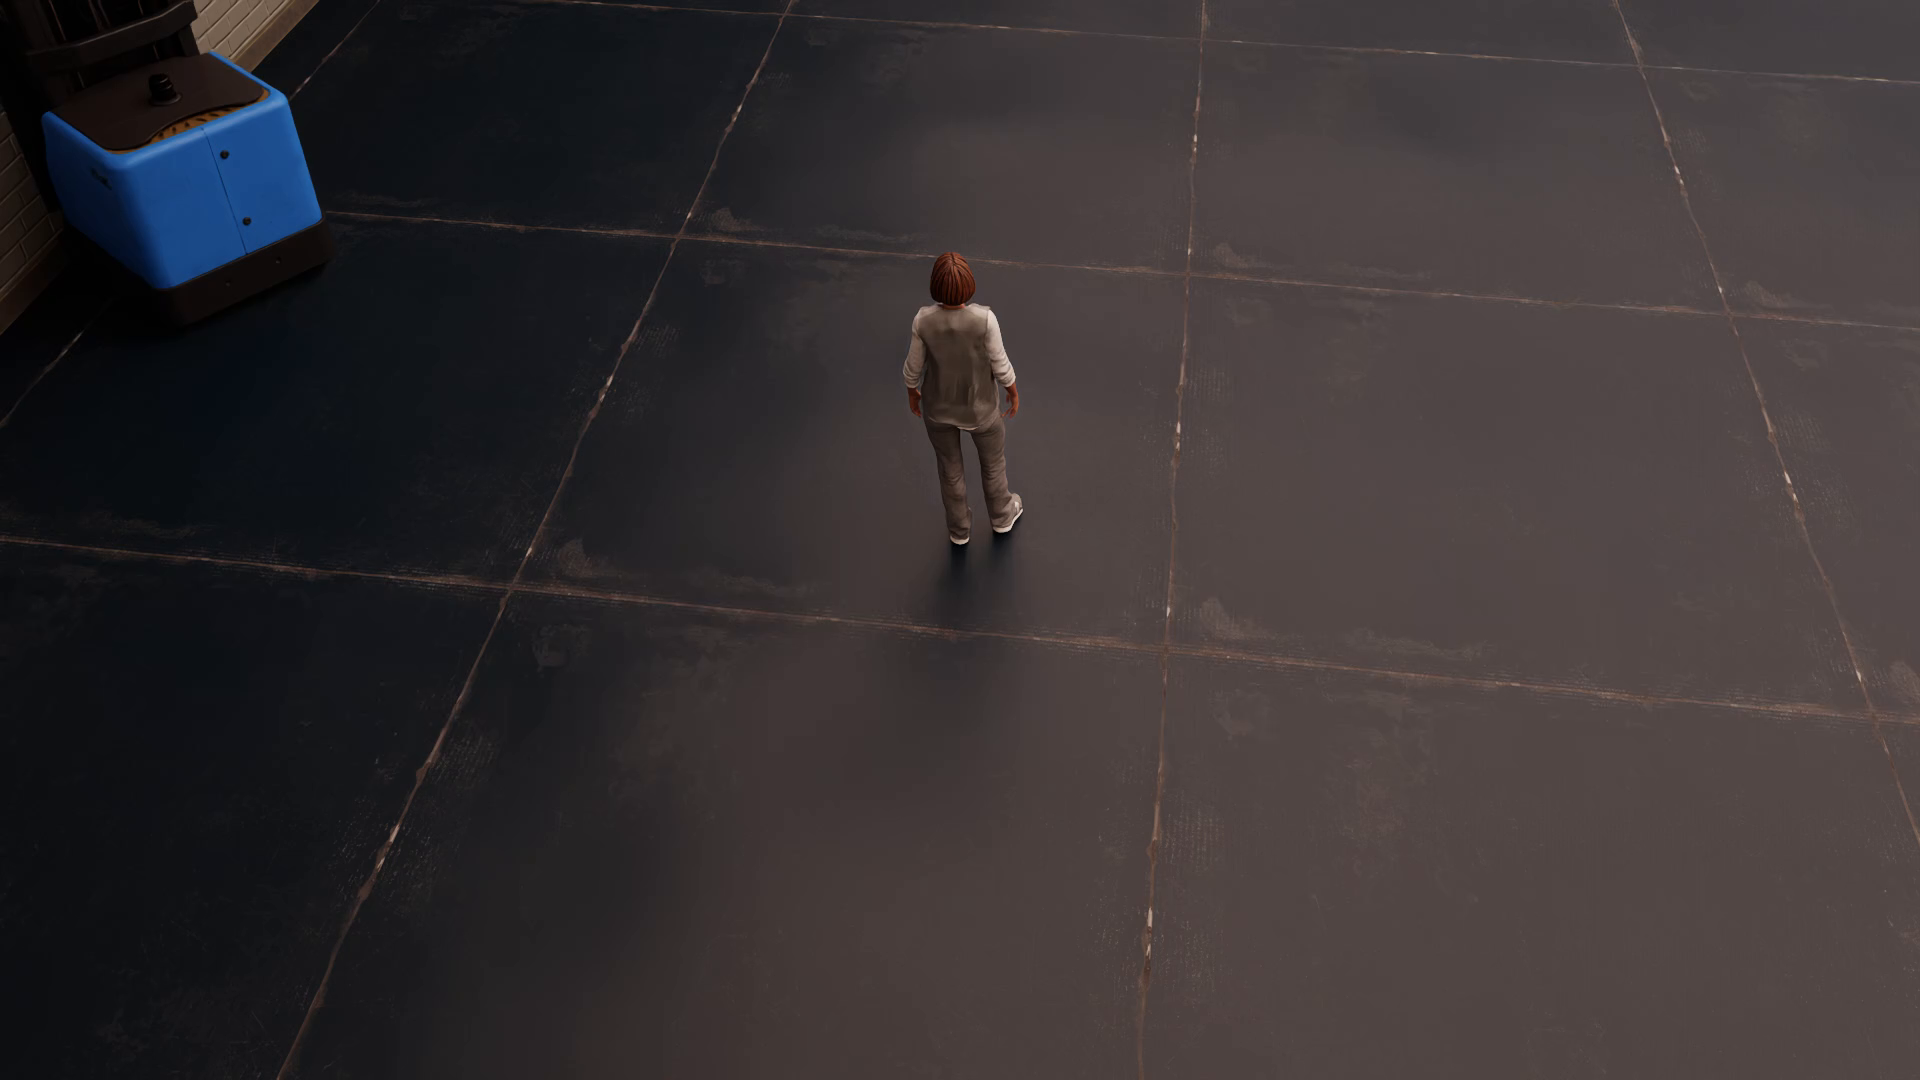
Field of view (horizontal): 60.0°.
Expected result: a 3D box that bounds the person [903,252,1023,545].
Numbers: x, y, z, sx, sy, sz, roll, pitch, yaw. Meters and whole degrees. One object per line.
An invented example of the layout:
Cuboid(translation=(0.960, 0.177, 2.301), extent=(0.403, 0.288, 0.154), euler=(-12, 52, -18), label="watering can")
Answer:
Cuboid(translation=(0.024, -0.642, 7.398), extent=(0.520, 1.597, 0.475), euler=(5, 43, 6), label="person")

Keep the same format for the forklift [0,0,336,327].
Cuboid(translation=(-5.025, -3.107, 9.106), extent=(3.031, 2.935, 1.130), euler=(32, 51, 30), label="forklift")
